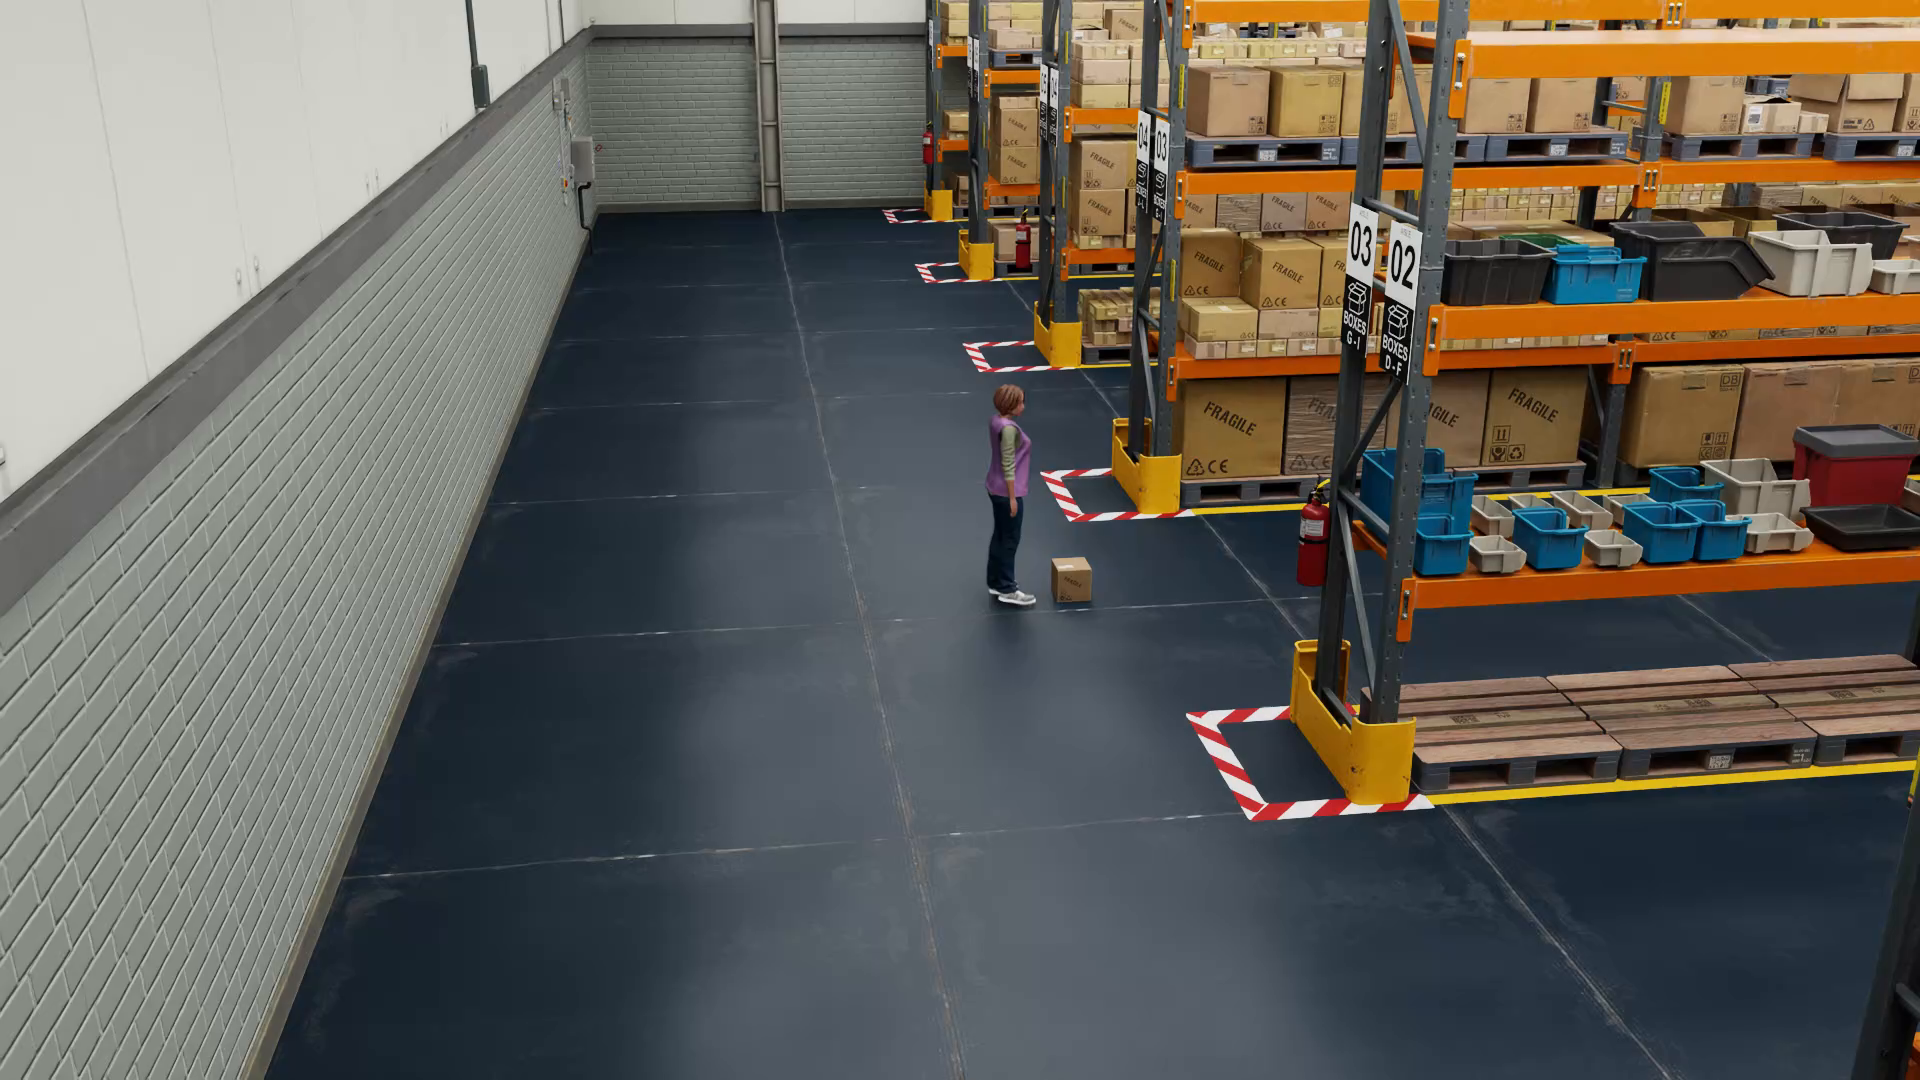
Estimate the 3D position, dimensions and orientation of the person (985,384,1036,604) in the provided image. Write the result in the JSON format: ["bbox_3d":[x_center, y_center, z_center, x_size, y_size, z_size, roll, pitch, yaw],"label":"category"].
[{"bbox_3d":[0.349,-0.340,11.940,0.323,1.606,0.435,-5,21,-13],"label":"person"}]
